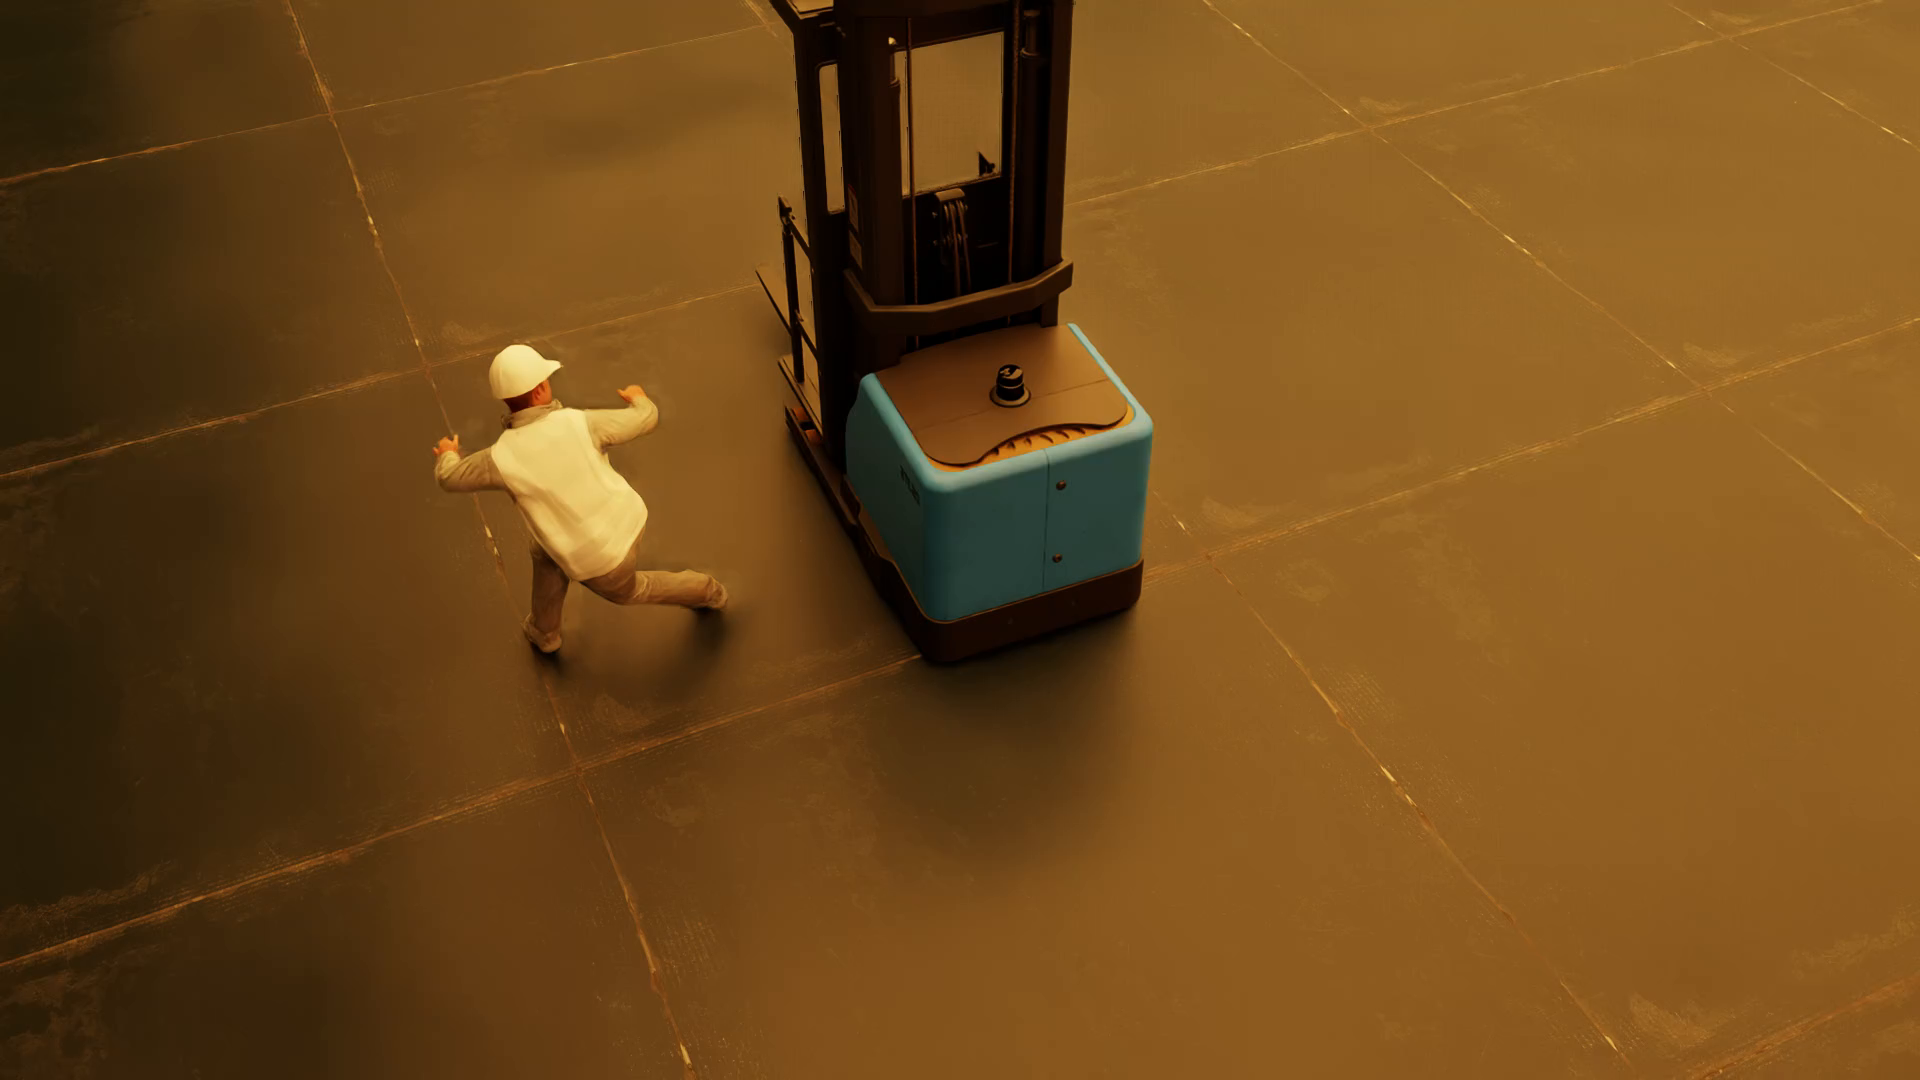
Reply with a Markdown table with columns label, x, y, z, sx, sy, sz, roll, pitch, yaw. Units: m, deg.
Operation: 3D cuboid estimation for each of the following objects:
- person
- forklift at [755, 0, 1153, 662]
| label | x | y | z | sx | sy | sz | roll | pitch | yaw |
| --- | --- | --- | --- | --- | --- | --- | --- | --- | --- |
| person | -1.620 | -0.212 | 6.946 | 1.069 | 1.559 | 0.909 | 19 | 46 | 19 |
| forklift | -0.227 | -1.562 | 7.354 | 1.130 | 2.935 | 3.031 | -16 | 45 | -16 |
